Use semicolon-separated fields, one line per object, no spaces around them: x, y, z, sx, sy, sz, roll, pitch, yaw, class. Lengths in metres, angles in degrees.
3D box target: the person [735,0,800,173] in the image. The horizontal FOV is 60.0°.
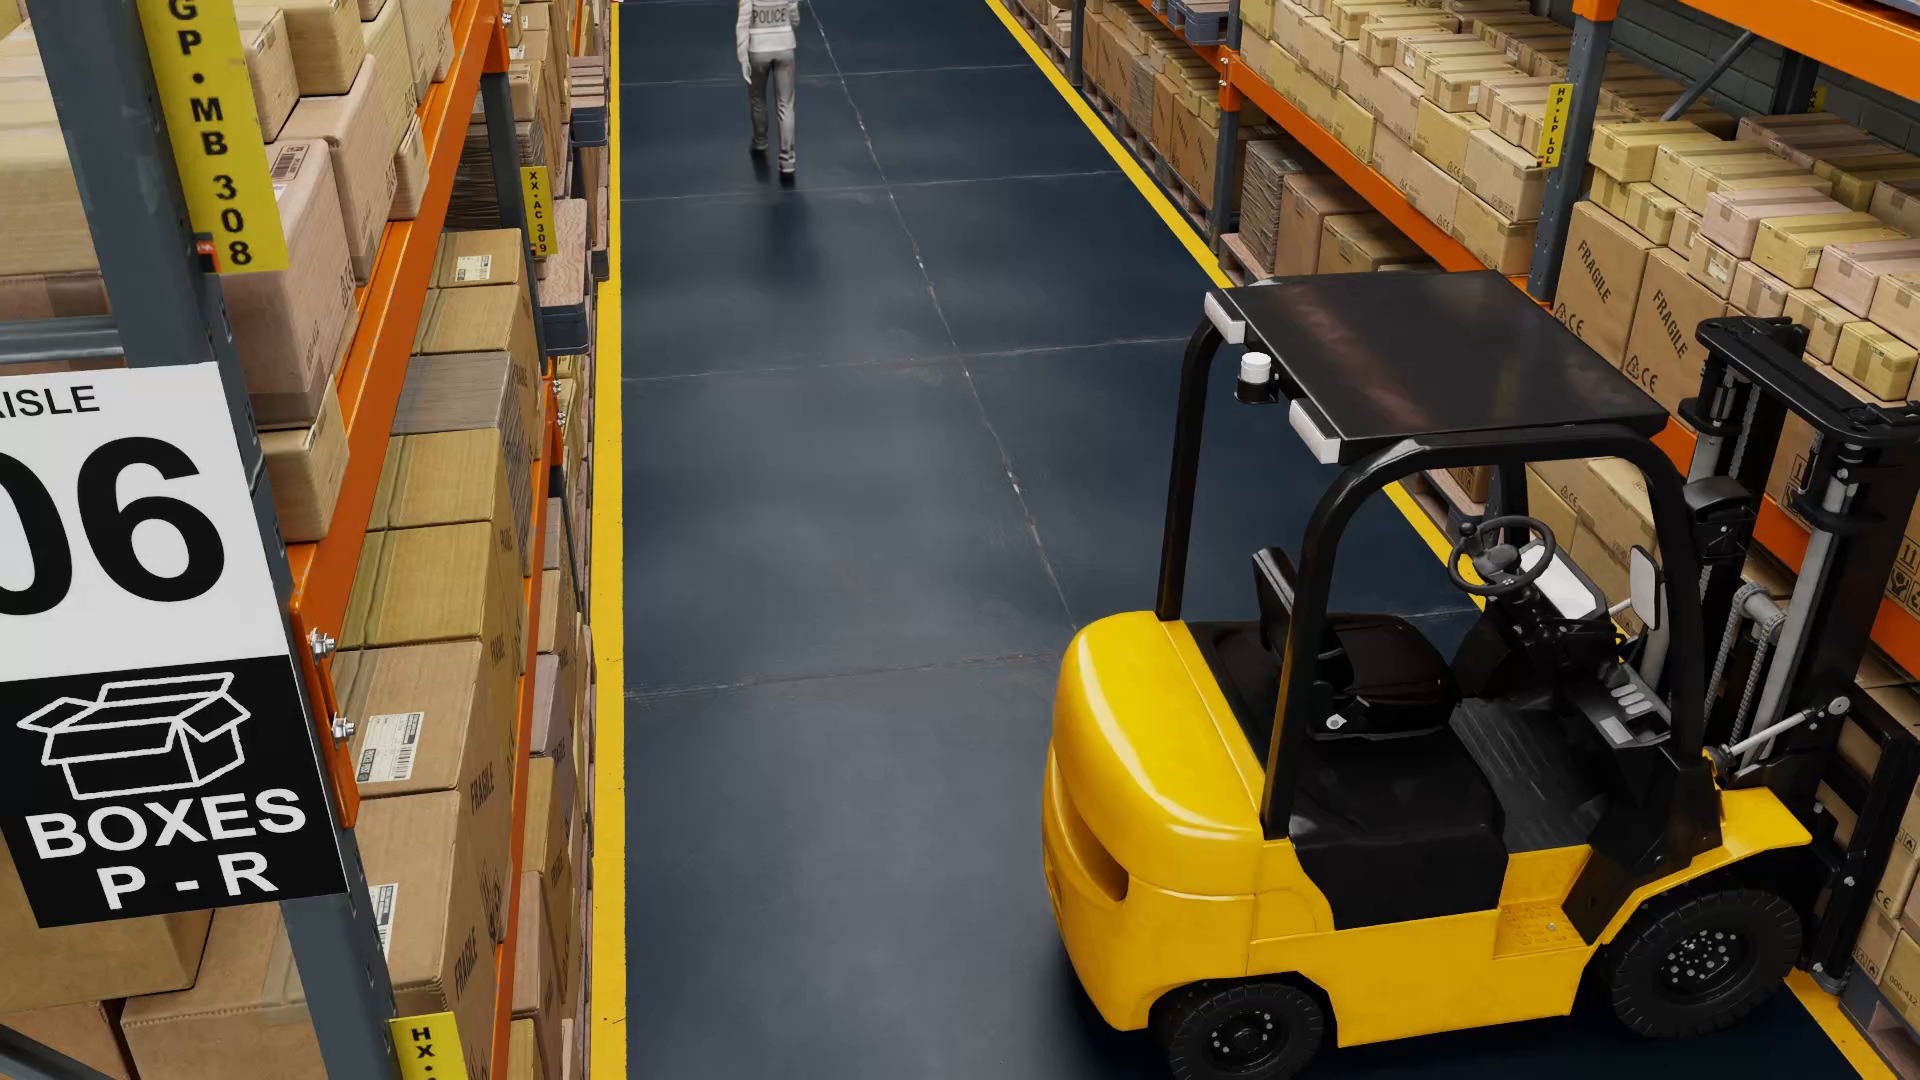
-1.382;-3.554;12.025;0.475;1.628;0.998;-5;31;-8;person
